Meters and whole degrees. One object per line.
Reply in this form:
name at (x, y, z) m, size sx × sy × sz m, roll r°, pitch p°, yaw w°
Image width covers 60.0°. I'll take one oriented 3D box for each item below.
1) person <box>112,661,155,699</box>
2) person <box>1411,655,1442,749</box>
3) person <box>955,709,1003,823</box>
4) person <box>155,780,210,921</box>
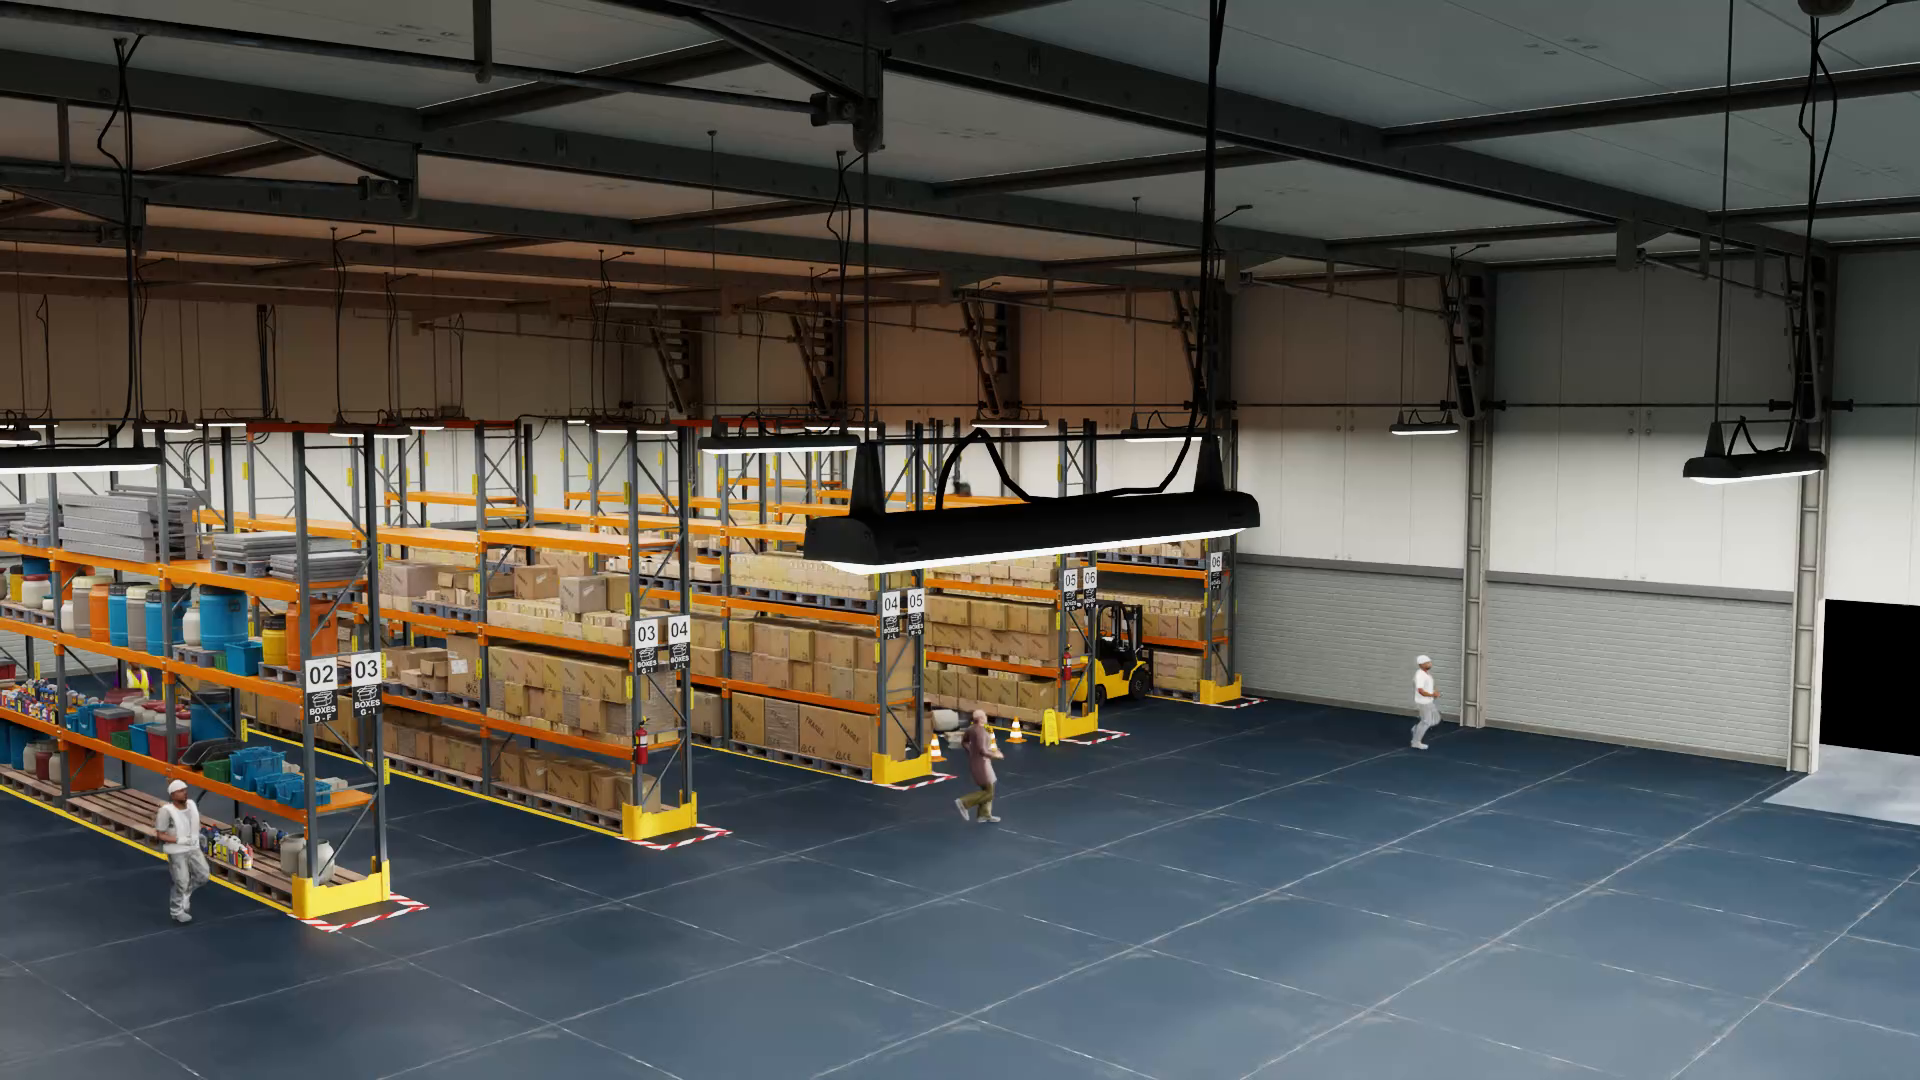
person at (-15.095, 2.974, 30.480) m, size 0.854 × 1.740 × 0.715 m, roll 3°, pitch 6°, yaw 33°
person at (8.572, 2.970, 30.555) m, size 0.582 × 1.724 × 0.692 m, roll 2°, pitch 5°, yaw 23°
person at (0.261, 3.513, 25.063) m, size 0.750 × 1.535 × 0.709 m, roll -2°, pitch 5°, yaw -18°
person at (-9.467, 3.797, 20.334) m, size 0.583 × 1.739 × 0.678 m, roll 2°, pitch 5°, yaw 25°
